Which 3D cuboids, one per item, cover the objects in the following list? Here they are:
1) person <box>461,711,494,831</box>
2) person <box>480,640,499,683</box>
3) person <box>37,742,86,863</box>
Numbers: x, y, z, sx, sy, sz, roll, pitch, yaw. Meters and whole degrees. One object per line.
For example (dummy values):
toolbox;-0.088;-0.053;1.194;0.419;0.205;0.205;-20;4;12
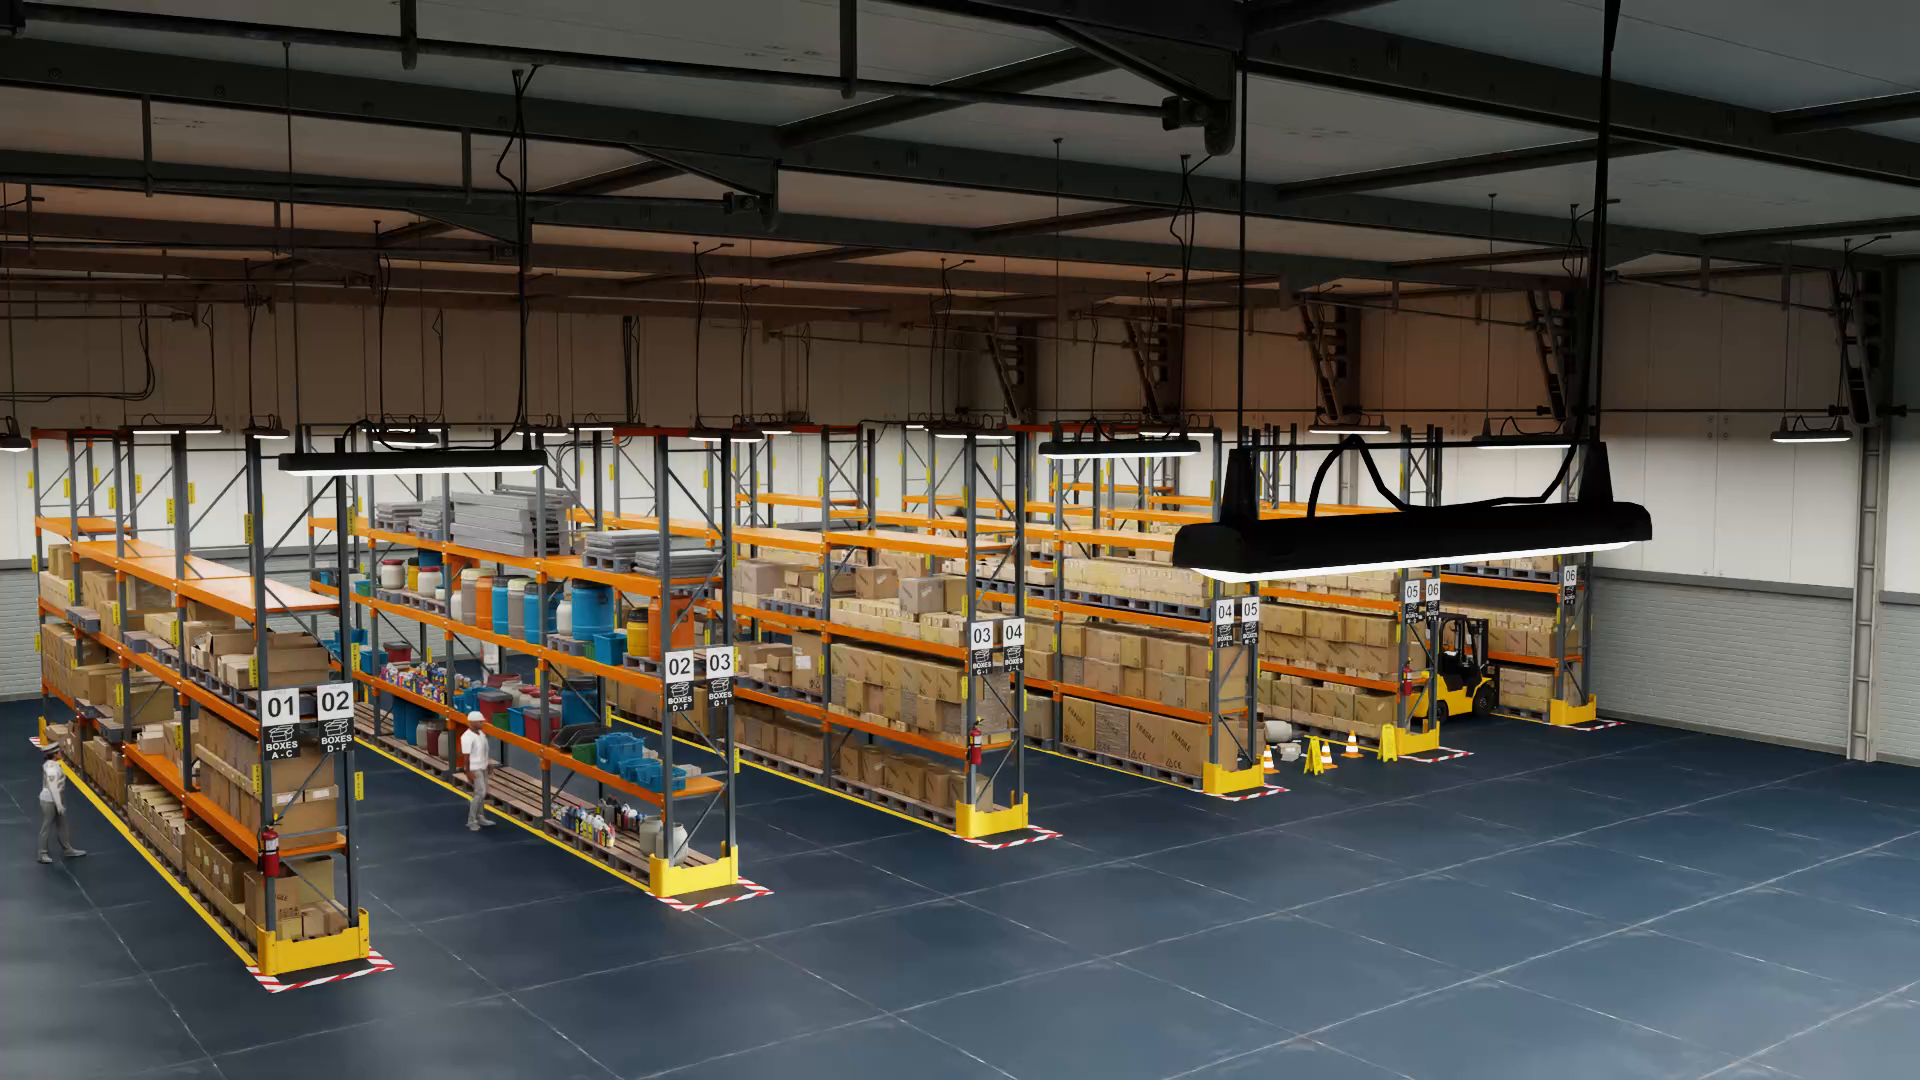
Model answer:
person;-7.313;3.502;25.255;0.403;1.828;0.592;0;4;5
person;-9.989;2.651;35.626;0.575;1.801;0.436;1;5;17
person;-12.669;3.668;23.334;0.564;1.678;0.500;-1;5;-10
